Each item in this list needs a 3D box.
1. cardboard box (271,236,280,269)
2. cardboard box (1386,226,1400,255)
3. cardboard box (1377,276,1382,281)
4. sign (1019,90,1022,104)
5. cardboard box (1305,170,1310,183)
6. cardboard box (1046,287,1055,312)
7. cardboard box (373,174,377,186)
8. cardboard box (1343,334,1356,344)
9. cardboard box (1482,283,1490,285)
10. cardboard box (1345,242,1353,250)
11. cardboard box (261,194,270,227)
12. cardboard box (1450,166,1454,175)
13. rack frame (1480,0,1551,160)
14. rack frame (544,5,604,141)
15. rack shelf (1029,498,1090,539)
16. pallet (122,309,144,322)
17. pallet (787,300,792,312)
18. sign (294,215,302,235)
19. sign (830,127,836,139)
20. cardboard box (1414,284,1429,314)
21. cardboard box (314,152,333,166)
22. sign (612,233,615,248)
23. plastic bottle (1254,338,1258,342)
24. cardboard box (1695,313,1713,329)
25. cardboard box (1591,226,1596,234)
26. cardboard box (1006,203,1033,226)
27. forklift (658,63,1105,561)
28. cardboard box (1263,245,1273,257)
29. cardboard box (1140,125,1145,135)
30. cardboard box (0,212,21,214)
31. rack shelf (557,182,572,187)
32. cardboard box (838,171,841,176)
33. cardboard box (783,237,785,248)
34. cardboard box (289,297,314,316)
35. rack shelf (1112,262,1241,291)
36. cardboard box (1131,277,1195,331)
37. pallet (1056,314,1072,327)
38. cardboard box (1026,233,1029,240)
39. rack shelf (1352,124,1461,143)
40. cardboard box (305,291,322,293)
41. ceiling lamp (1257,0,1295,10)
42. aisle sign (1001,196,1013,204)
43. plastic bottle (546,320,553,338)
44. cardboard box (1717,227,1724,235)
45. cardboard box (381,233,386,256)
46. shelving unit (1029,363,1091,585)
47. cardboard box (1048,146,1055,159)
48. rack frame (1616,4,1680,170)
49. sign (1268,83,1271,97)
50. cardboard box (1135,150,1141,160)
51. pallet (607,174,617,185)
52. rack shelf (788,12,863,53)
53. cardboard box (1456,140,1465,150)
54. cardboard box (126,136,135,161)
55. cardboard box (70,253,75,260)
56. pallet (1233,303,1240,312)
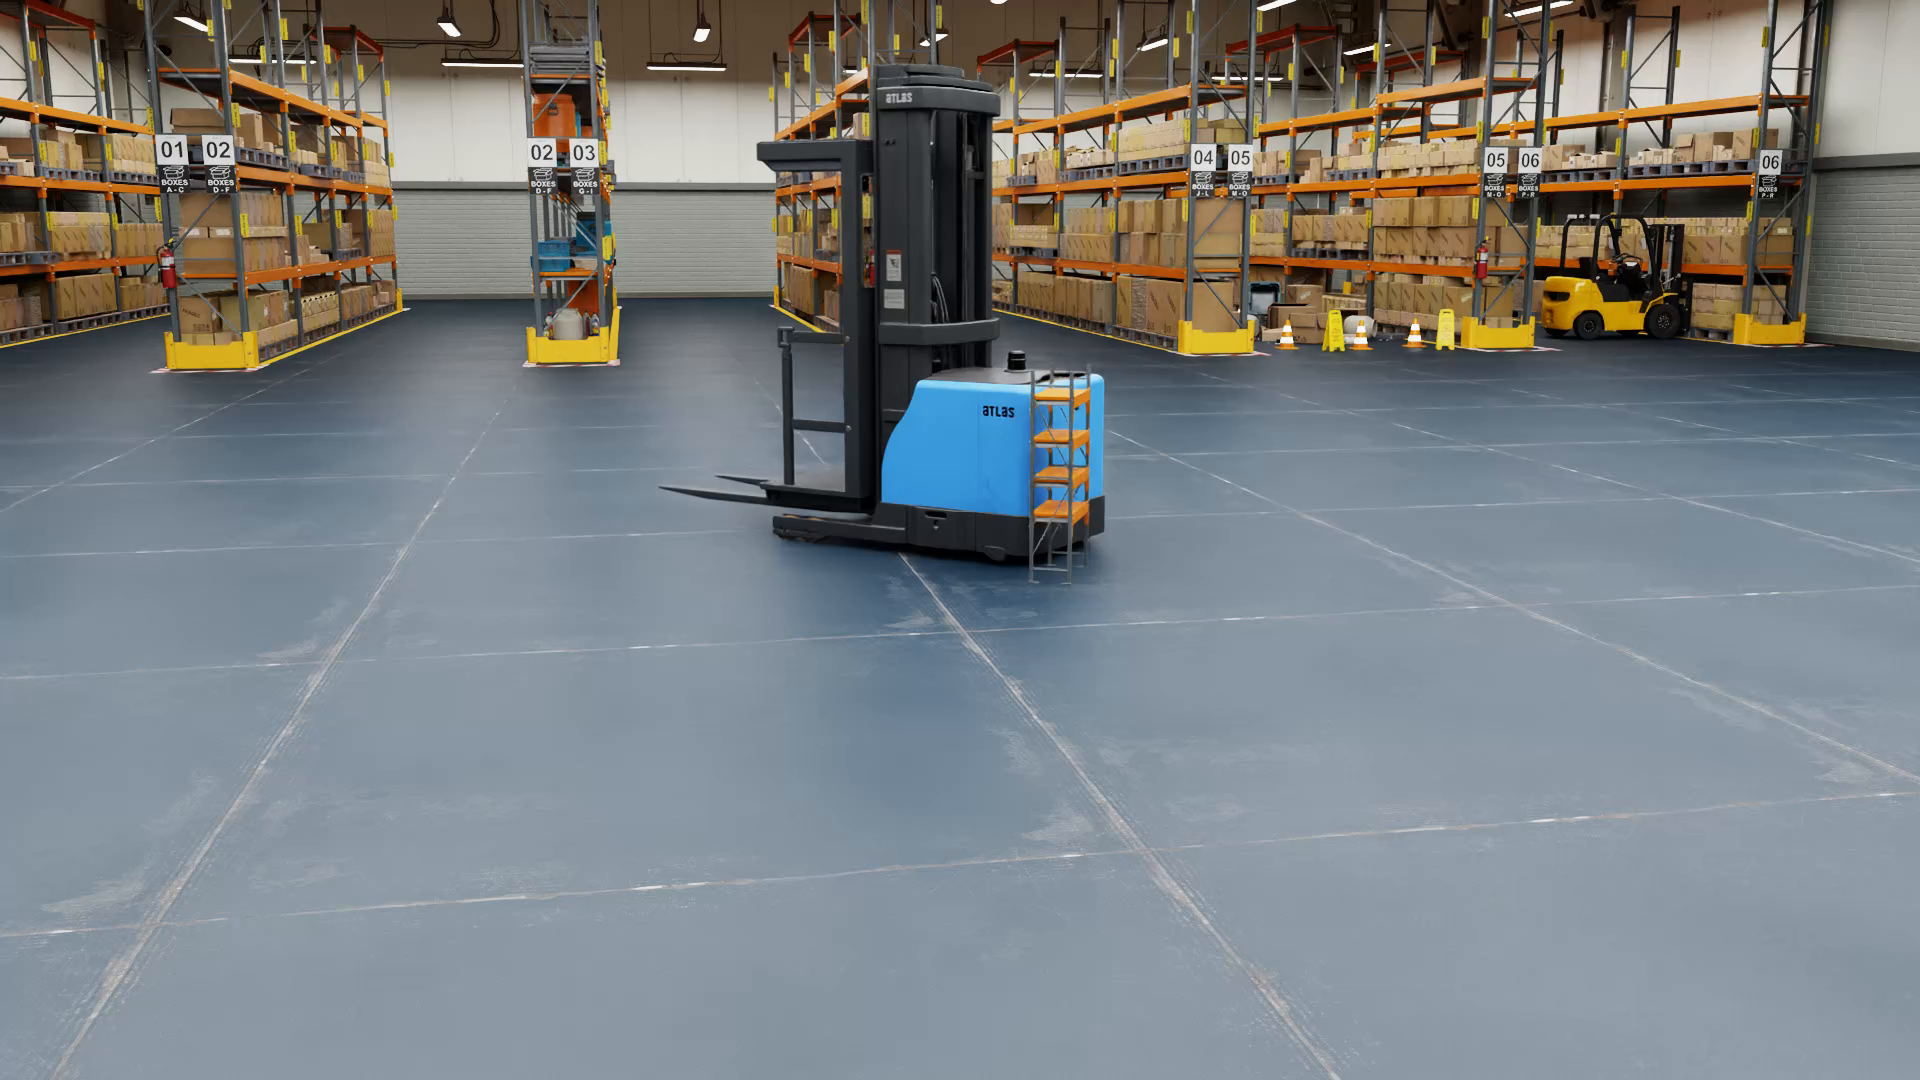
[{"bbox_3d":[-11.146,-4.527,26.191,0.700,0.500,0.500,-2,11,-12],"label":"cardboard box"},{"bbox_3d":[8.024,-5.389,29.923,0.500,0.500,0.500,-2,11,-11],"label":"cardboard box"},{"bbox_3d":[10.784,-6.362,41.659,0.500,0.500,0.500,-2,11,-10],"label":"cardboard box"},{"bbox_3d":[1.470,-10.878,40.860,0.100,0.325,0.005,-2,11,-11],"label":"sign"},{"bbox_3d":[7.258,-7.406,33.921,0.396,0.266,0.258,-2,11,-11],"label":"cardboard box"},{"bbox_3d":[2.093,-5.000,34.507,0.500,0.500,0.500,-2,11,-11],"label":"cardboard box"},{"bbox_3d":[-12.944,-7.804,36.057,0.500,0.250,0.500,-2,11,-11],"label":"cardboard box"},{"bbox_3d":[6.633,-3.408,28.205,0.380,0.149,0.250,4,11,18],"label":"cardboard box"},{"bbox_3d":[11.801,-5.431,36.768,0.500,0.500,0.500,-2,11,-12],"label":"cardboard box"},{"bbox_3d":[7.601,-5.638,31.843,0.380,0.149,0.250,-2,11,-12],"label":"cardboard box"},{"bbox_3d":[-11.059,-5.076,25.608,0.700,0.500,0.500,-2,11,-11],"label":"cardboard box"},{"bbox_3d":[8.443,-6.191,27.849,0.380,0.149,0.250,-2,11,-11],"label":"cardboard box"},{"bbox_3d":[8.869,-7.589,26.501,1.000,3.000,0.127,-2,11,-11],"label":"rack frame"},{"bbox_3d":[-7.266,-8.516,31.370,1.000,3.000,0.127,-2,11,-11],"label":"rack frame"},{"bbox_3d":[0.574,-0.126,9.573,0.258,0.148,0.480,3,11,15],"label":"rack shelf"},{"bbox_3d":[-17.833,-4.714,34.901,1.003,0.211,1.213,-2,11,-11],"label":"pallet"},{"bbox_3d":[-3.497,-5.479,38.919,1.003,0.211,1.213,-2,11,-11],"label":"pallet"},{"bbox_3d":[-10.803,-5.140,27.153,0.100,0.325,0.005,-2,11,-11],"label":"sign"},{"bbox_3d":[-2.173,-6.915,28.548,0.100,0.325,0.005,-2,11,-11],"label":"sign"},{"bbox_3d":[8.262,-4.192,28.922,0.500,0.500,0.500,-2,11,-12],"label":"cardboard box"},{"bbox_3d":[-12.243,-6.991,31.113,0.910,0.500,0.500,-2,11,-11],"label":"cardboard box"},{"bbox_3d":[-7.504,-6.458,35.863,0.100,0.325,0.005,-2,11,-11],"label":"sign"},{"bbox_3d":[5.002,-3.455,28.685,0.283,0.061,0.133,-6,13,-31],"label":"plastic bottle"},{"bbox_3d":[13.249,-3.845,29.105,0.500,0.250,0.500,-2,11,-11],"label":"cardboard box"},{"bbox_3d":[12.611,-6.073,32.576,0.380,0.149,0.250,-2,11,-11],"label":"cardboard box"},{"bbox_3d":[1.343,-7.407,37.853,0.500,0.500,0.500,-3,11,-13],"label":"cardboard box"},{"bbox_3d":[-0.610,-1.495,10.710,3.031,2.935,1.130,6,13,30],"label":"forklift"},{"bbox_3d":[6.846,-6.212,35.712,0.500,0.250,0.500,-2,11,-10],"label":"cardboard box"},{"bbox_3d":[3.242,-6.862,27.852,0.380,0.149,0.250,-2,11,-11],"label":"cardboard box"},{"bbox_3d":[-17.326,-5.856,30.317,0.500,0.250,0.500,-2,11,-9],"label":"cardboard box"},{"bbox_3d":[-6.877,-6.392,29.778,0.831,0.071,3.687,-2,11,-11],"label":"rack shelf"},{"bbox_3d":[-1.793,-6.323,28.274,0.500,0.250,0.500,-3,11,-13],"label":"cardboard box"},{"bbox_3d":[-3.826,-6.908,38.572,0.500,0.250,0.500,-2,11,-12],"label":"cardboard box"},{"bbox_3d":[-11.276,-3.963,28.229,0.500,0.311,0.500,-2,11,-12],"label":"cardboard box"},{"bbox_3d":[3.645,-4.457,28.014,1.077,0.370,4.000,-2,11,-11],"label":"rack shelf"},{"bbox_3d":[3.488,-4.056,28.546,0.875,0.875,0.875,-2,11,-11],"label":"cardboard box"},{"bbox_3d":[2.557,-4.393,33.215,1.003,0.211,1.213,-2,11,-11],"label":"pallet"},{"bbox_3d":[1.631,-6.497,35.565,0.380,0.149,0.250,-2,11,-12],"label":"cardboard box"},{"bbox_3d":[11.015,-9.983,41.011,1.077,0.370,4.000,-2,11,-11],"label":"rack shelf"},{"bbox_3d":[-12.537,-4.540,32.038,0.500,0.500,0.500,-2,11,-9],"label":"cardboard box"},{"bbox_3d":[5.975,-11.086,29.263,0.800,3.185,2.000,-2,11,-11],"label":"ceiling lamp"},{"bbox_3d":[1.202,-8.679,41.321,0.394,0.787,0.004,-2,11,-11],"label":"aisle sign"},{"bbox_3d":[-6.519,-3.348,26.370,0.152,0.276,0.135,-2,11,-11],"label":"plastic bottle"},{"bbox_3d":[13.326,-5.340,28.727,0.380,0.149,0.250,-2,11,-10],"label":"cardboard box"},{"bbox_3d":[-13.033,-6.554,36.842,0.500,0.500,0.500,-2,11,-12],"label":"cardboard box"},{"bbox_3d":[0.574,-0.388,9.524,0.258,1.200,0.503,3,11,15],"label":"shelving unit"},{"bbox_3d":[2.030,-7.968,34.198,0.396,0.266,0.258,-2,11,-11],"label":"cardboard box"},{"bbox_3d":[12.960,-8.504,31.308,1.000,3.000,0.127,-2,11,-11],"label":"rack frame"},{"bbox_3d":[7.065,-10.310,38.085,0.100,0.325,0.005,-2,11,-11],"label":"sign"},{"bbox_3d":[3.193,-6.517,28.172,0.380,0.149,0.250,-2,11,-12],"label":"cardboard box"},{"bbox_3d":[-7.795,-7.543,34.786,1.213,0.211,1.003,-2,11,-11],"label":"pallet"},{"bbox_3d":[-2.796,-10.342,34.000,1.077,0.370,4.000,-2,11,-11],"label":"rack shelf"},{"bbox_3d":[8.434,-6.530,27.498,0.380,0.149,0.250,-2,11,-12],"label":"cardboard box"},{"bbox_3d":[-17.833,-8.291,35.217,0.500,0.500,0.500,-2,11,-11],"label":"cardboard box"},{"bbox_3d":[-17.098,-5.399,31.656,0.380,0.149,0.250,-2,11,-10],"label":"cardboard box"},{"bbox_3d":[6.759,-5.334,38.157,1.003,0.211,1.213,-2,11,-11],"label":"pallet"}]
